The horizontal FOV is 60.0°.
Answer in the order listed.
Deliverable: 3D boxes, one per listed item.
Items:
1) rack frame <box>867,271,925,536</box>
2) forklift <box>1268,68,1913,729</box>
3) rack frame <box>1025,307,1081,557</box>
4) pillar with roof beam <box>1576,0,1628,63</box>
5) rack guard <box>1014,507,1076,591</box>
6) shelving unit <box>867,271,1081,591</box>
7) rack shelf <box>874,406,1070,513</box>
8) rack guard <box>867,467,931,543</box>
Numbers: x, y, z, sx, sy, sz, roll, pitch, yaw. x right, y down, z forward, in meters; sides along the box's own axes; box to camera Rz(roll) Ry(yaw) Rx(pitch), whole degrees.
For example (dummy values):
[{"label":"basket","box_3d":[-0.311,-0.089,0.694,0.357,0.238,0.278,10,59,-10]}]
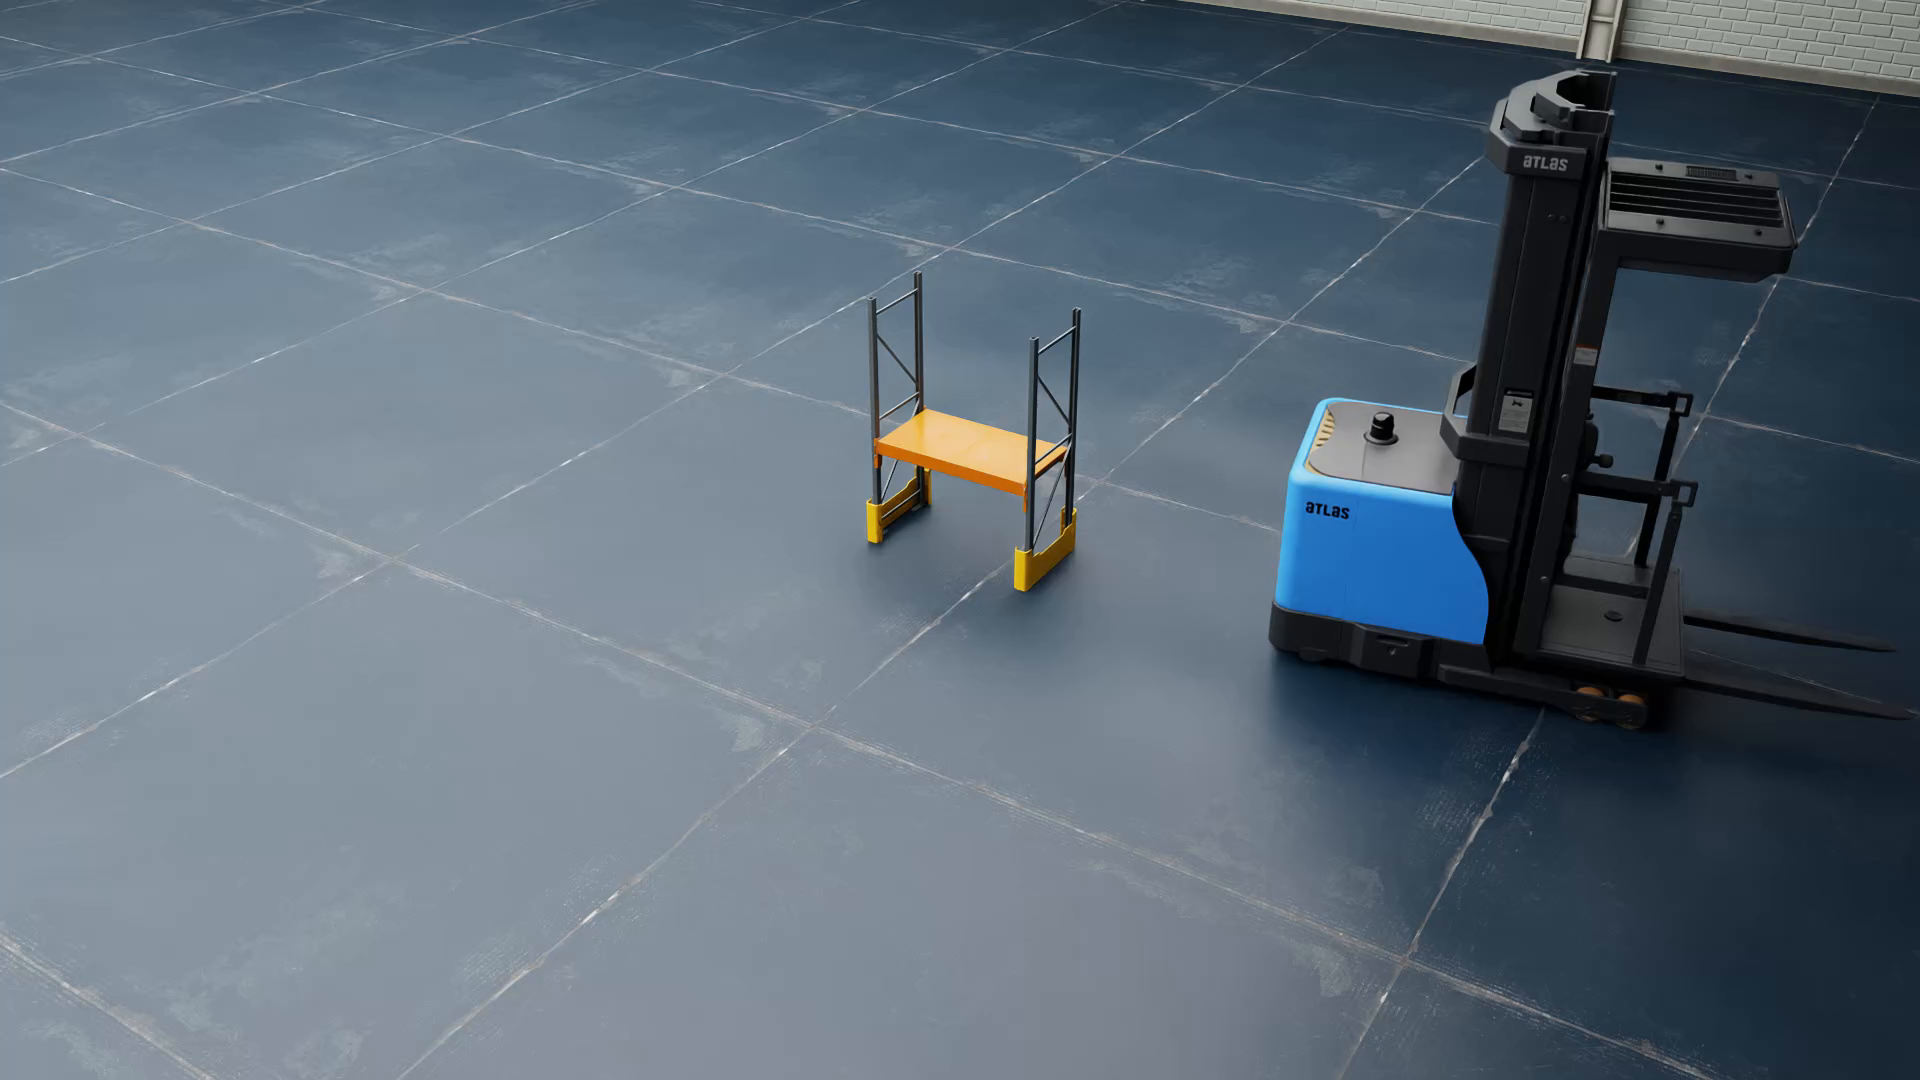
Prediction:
[{"label":"rack frame","box_3d":[-0.358,-0.761,9.566,0.032,1.500,0.500,18,35,27]},{"label":"forklift","box_3d":[3.190,-0.642,7.941,3.031,2.935,1.130,10,32,17]},{"label":"rack frame","box_3d":[0.503,-0.489,9.099,0.032,1.500,0.500,18,35,27]},{"label":"pillar with roof beam","box_3d":[5.133,-7.673,13.973,0.400,9.000,9.100,18,35,27]},{"label":"rack guard","box_3d":[0.486,0.046,9.423,0.087,0.250,0.587,18,35,27]},{"label":"shelving unit","box_3d":[0.065,-0.627,9.337,1.083,1.500,0.587,18,35,27]},{"label":"rack shelf","box_3d":[0.072,-0.470,9.424,1.000,0.185,0.538,18,35,27]},{"label":"rack guard","box_3d":[-0.357,-0.221,9.881,0.087,0.250,0.587,18,35,27]}]
